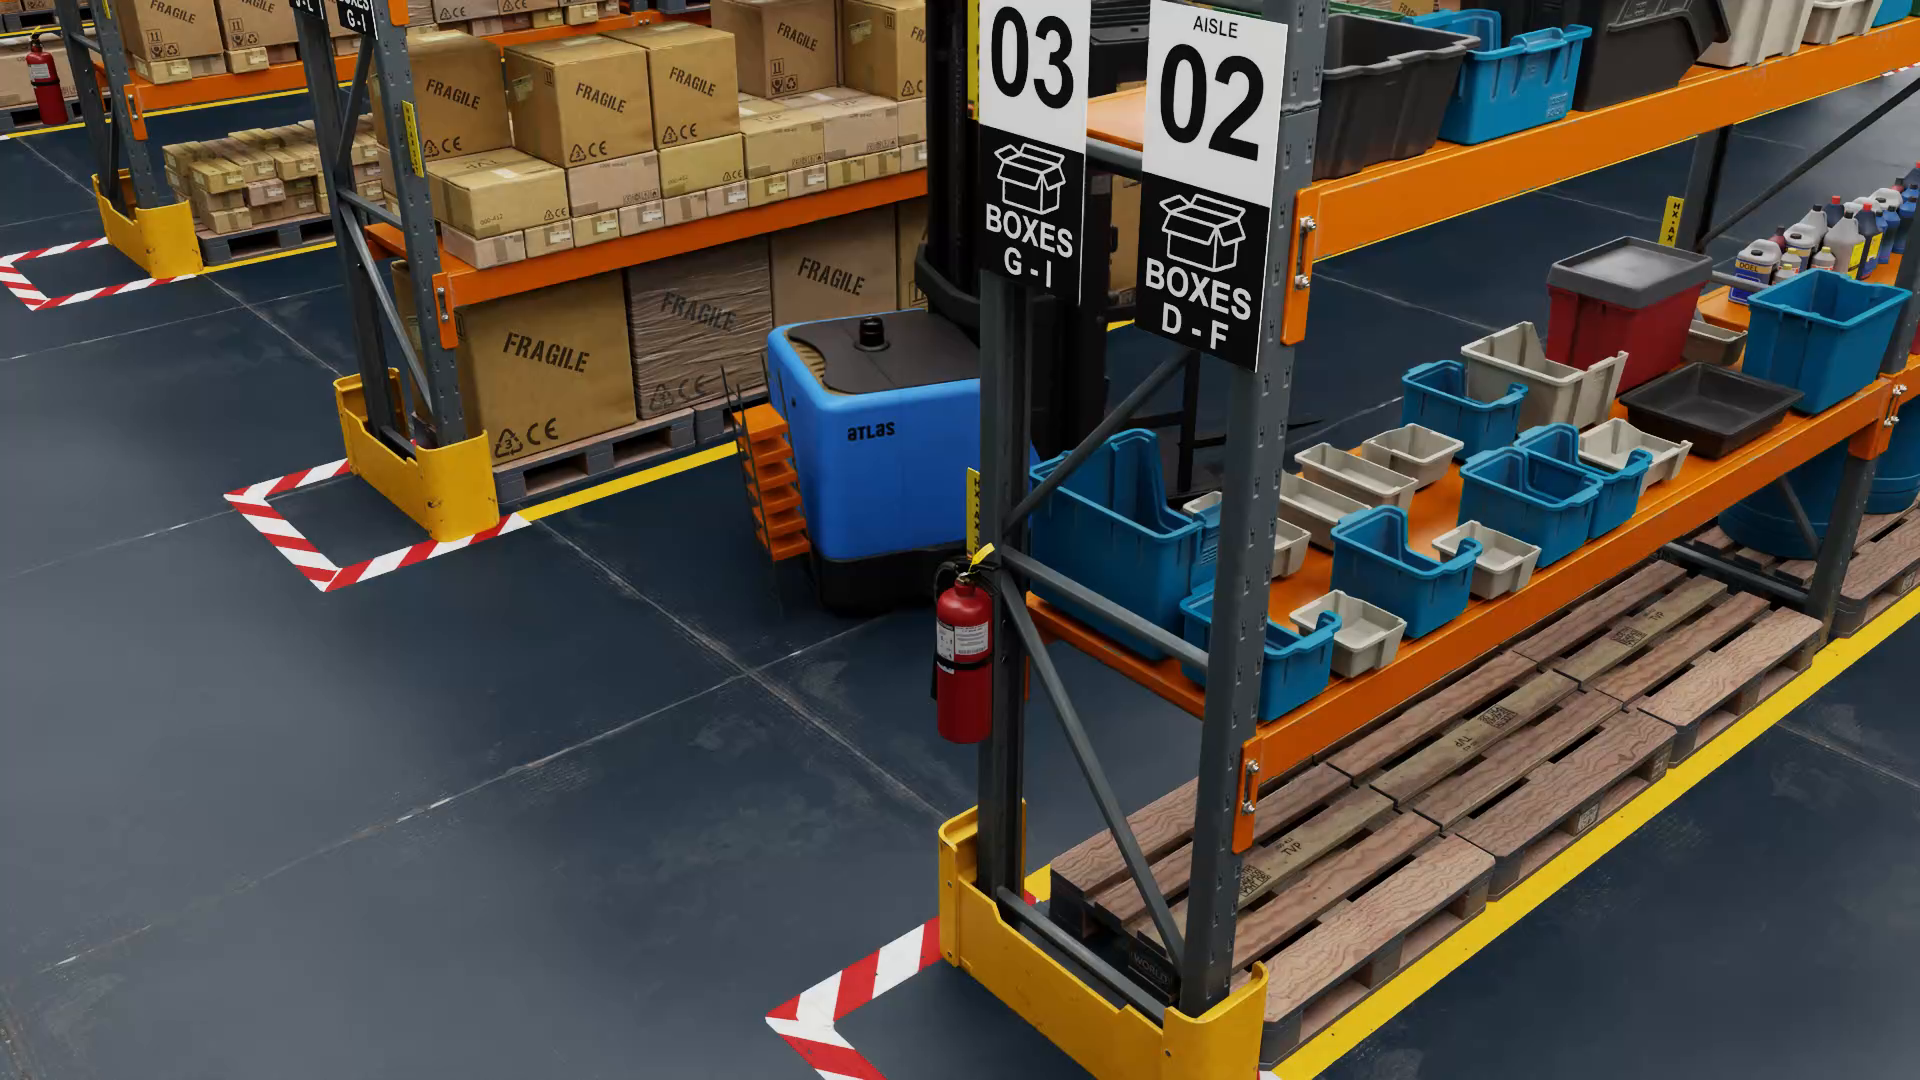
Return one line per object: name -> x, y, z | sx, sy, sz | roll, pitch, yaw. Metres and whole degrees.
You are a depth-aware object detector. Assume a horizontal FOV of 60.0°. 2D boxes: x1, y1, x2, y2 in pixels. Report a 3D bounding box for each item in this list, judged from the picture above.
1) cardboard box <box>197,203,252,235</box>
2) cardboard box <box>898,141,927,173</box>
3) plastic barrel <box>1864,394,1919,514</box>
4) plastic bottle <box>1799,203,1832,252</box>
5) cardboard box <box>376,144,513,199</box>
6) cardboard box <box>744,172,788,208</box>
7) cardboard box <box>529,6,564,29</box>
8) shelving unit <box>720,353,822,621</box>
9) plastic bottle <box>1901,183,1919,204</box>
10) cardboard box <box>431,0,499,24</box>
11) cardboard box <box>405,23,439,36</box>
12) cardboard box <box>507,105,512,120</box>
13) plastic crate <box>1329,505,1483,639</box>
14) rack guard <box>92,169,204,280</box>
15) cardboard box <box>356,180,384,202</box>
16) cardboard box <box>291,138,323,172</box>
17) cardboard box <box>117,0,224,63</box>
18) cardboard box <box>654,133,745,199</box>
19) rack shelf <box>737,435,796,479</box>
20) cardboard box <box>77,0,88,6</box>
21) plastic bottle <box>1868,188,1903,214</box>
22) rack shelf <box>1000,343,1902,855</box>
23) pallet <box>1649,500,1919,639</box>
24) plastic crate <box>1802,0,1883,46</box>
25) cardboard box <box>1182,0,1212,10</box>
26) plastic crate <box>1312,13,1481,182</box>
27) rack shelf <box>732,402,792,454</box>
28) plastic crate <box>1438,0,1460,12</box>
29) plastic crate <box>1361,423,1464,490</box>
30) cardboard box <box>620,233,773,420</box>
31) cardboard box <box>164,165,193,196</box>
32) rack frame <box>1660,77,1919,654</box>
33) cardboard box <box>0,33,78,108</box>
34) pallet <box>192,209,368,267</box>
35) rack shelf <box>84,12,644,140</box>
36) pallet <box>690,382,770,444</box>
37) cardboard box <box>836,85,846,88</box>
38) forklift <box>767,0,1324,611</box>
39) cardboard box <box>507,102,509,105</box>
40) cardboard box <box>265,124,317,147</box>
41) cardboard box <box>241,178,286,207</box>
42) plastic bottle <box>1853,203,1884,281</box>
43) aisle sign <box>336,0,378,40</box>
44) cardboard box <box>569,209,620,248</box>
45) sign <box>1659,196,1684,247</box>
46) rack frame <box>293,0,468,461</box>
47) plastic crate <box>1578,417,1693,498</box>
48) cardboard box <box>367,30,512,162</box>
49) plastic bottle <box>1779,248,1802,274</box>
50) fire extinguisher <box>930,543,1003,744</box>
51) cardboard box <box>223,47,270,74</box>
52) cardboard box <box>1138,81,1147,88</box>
cardboard box -> -5.327, -2.349, 12.043 | 0.250, 0.149, 0.380 | -21, 35, -34
cardboard box -> -0.354, -2.233, 9.512 | 0.250, 0.149, 0.380 | -21, 35, -34
plastic barrel -> 4.431, -0.651, 8.067 | 0.708, 0.901, 0.600 | -22, 35, -35
plastic bottle -> 3.954, -1.391, 7.723 | 0.185, 0.351, 0.144 | -22, 35, -35
cardboard box -> -2.594, -1.875, 8.420 | 0.500, 0.250, 0.500 | -23, 35, -36
cardboard box -> -1.137, -1.917, 8.922 | 0.250, 0.149, 0.380 | -23, 36, -36
cardboard box -> -3.323, -4.139, 13.080 | 0.250, 0.149, 0.380 | -20, 34, -33
shelving unit -> -0.829, -0.220, 7.373 | 0.189, 1.200, 0.258 | -18, 33, -18
plastic bottle -> 4.709, -1.637, 8.266 | 0.097, 0.271, 0.097 | 0, 28, 0
cardboard box -> -3.850, -4.216, 12.534 | 0.500, 0.500, 0.500 | -22, 35, -35
cardboard box -> -4.098, -3.814, 12.470 | 0.250, 0.149, 0.380 | -21, 35, -34
cardboard box -> -3.593, -3.365, 13.313 | 0.250, 0.149, 0.380 | -21, 34, -33
plastic crate -> 1.326, 0.098, 4.999 | 0.300, 0.233, 0.416 | -22, 35, -35
rack guard -> -5.875, -2.297, 12.018 | 0.348, 0.500, 1.175 | -22, 35, -35
cardboard box -> -4.599, -2.688, 12.677 | 0.250, 0.149, 0.380 | -22, 35, -35
cardboard box -> -4.773, -2.869, 12.384 | 0.250, 0.149, 0.380 | -24, 36, -37
cardboard box -> -5.412, -3.590, 11.363 | 0.500, 0.500, 0.500 | -20, 34, -33
cardboard box -> -1.475, -1.996, 8.645 | 0.500, 0.250, 0.500 | -23, 36, -36
rack shelf -> -0.851, -0.387, 7.273 | 0.180, 0.103, 0.258 | -18, 33, -18
cardboard box -> -10.455, -6.700, 19.811 | 0.500, 0.500, 0.700 | -23, 36, -37
plastic bottle -> 4.497, -1.574, 8.145 | 0.135, 0.276, 0.152 | -22, 35, -35
rack shelf -> 1.945, -0.085, 5.990 | 4.000, 0.370, 1.077 | -22, 35, -35
pallet -> 4.081, -0.006, 8.037 | 1.213, 0.211, 1.003 | -22, 35, -35
plastic crate -> 2.746, -1.696, 5.337 | 0.466, 0.136, 0.293 | -22, 35, -35
cardboard box -> 1.262, -3.681, 10.785 | 0.637, 0.503, 0.797 | -21, 35, -34
plastic crate -> 0.898, -1.074, 4.033 | 0.590, 0.269, 0.497 | -22, 35, -35
rack shelf -> -0.863, -0.489, 7.212 | 0.180, 0.103, 0.258 | -18, 33, -18
plastic crate -> 1.835, -1.719, 5.380 | 0.530, 0.136, 0.437 | -22, 35, -35
plastic crate -> 1.566, -0.290, 5.826 | 0.250, 0.136, 0.298 | -22, 35, -35
cardboard box -> -1.663, -1.318, 9.342 | 0.875, 0.875, 0.875 | -22, 35, -35
cardboard box -> -5.717, -2.699, 12.381 | 0.250, 0.149, 0.380 | -23, 36, -36
rack frame -> 3.467, -1.014, 6.966 | 0.127, 3.000, 1.000 | -22, 35, -35
cardboard box -> -8.786, -4.413, 15.598 | 0.875, 0.438, 0.875 | -23, 36, -37
pallet -> -5.234, -2.405, 12.527 | 1.213, 0.211, 1.003 | -22, 35, -35
rack shelf -> -4.412, -3.671, 12.699 | 4.000, 0.370, 1.077 | -22, 35, -35
pallet -> -1.306, -0.981, 9.861 | 1.213, 0.211, 1.003 | -22, 35, -35
cardboard box -> -0.657, -2.655, 9.880 | 0.500, 0.250, 0.500 | -22, 35, -35
forklift -> 0.648, -1.385, 7.731 | 3.031, 2.935, 1.130 | -10, 30, -18
cardboard box -> -3.879, -3.513, 13.589 | 0.250, 0.149, 0.380 | -23, 36, -36
cardboard box -> -5.114, -3.057, 12.735 | 0.250, 0.149, 0.380 | -24, 36, -37
cardboard box -> -5.123, -2.567, 12.134 | 0.250, 0.149, 0.380 | -22, 35, -35
plastic bottle -> 4.188, -1.396, 7.732 | 0.185, 0.351, 0.144 | -22, 35, -35
aisle sign -> -2.651, -2.584, 7.144 | 0.004, 0.787, 0.394 | -22, 35, -35
cardboard box -> -1.918, -1.604, 8.335 | 0.250, 0.149, 0.380 | -23, 36, -36
sign -> 3.111, -1.334, 7.271 | 0.005, 0.325, 0.100 | -22, 35, -35
rack frame -> -2.791, -1.567, 7.999 | 0.127, 3.000, 1.000 | -22, 35, -35
plastic crate -> 2.337, -0.284, 5.815 | 0.466, 0.136, 0.293 | -22, 35, -35
cardboard box -> -2.591, -2.206, 8.243 | 0.500, 0.500, 0.500 | -21, 35, -34
plastic bottle -> 3.768, -1.228, 7.575 | 0.097, 0.201, 0.097 | 0, 28, 0
fire extinguisher -> 0.014, 0.291, 5.001 | 0.183, 0.674, 0.296 | -22, 35, -35
cardboard box -> -5.068, -3.403, 11.701 | 0.250, 0.149, 0.380 | -23, 36, -36
cardboard box -> 1.146, -3.040, 10.649 | 0.500, 0.500, 0.500 | -22, 35, -35
